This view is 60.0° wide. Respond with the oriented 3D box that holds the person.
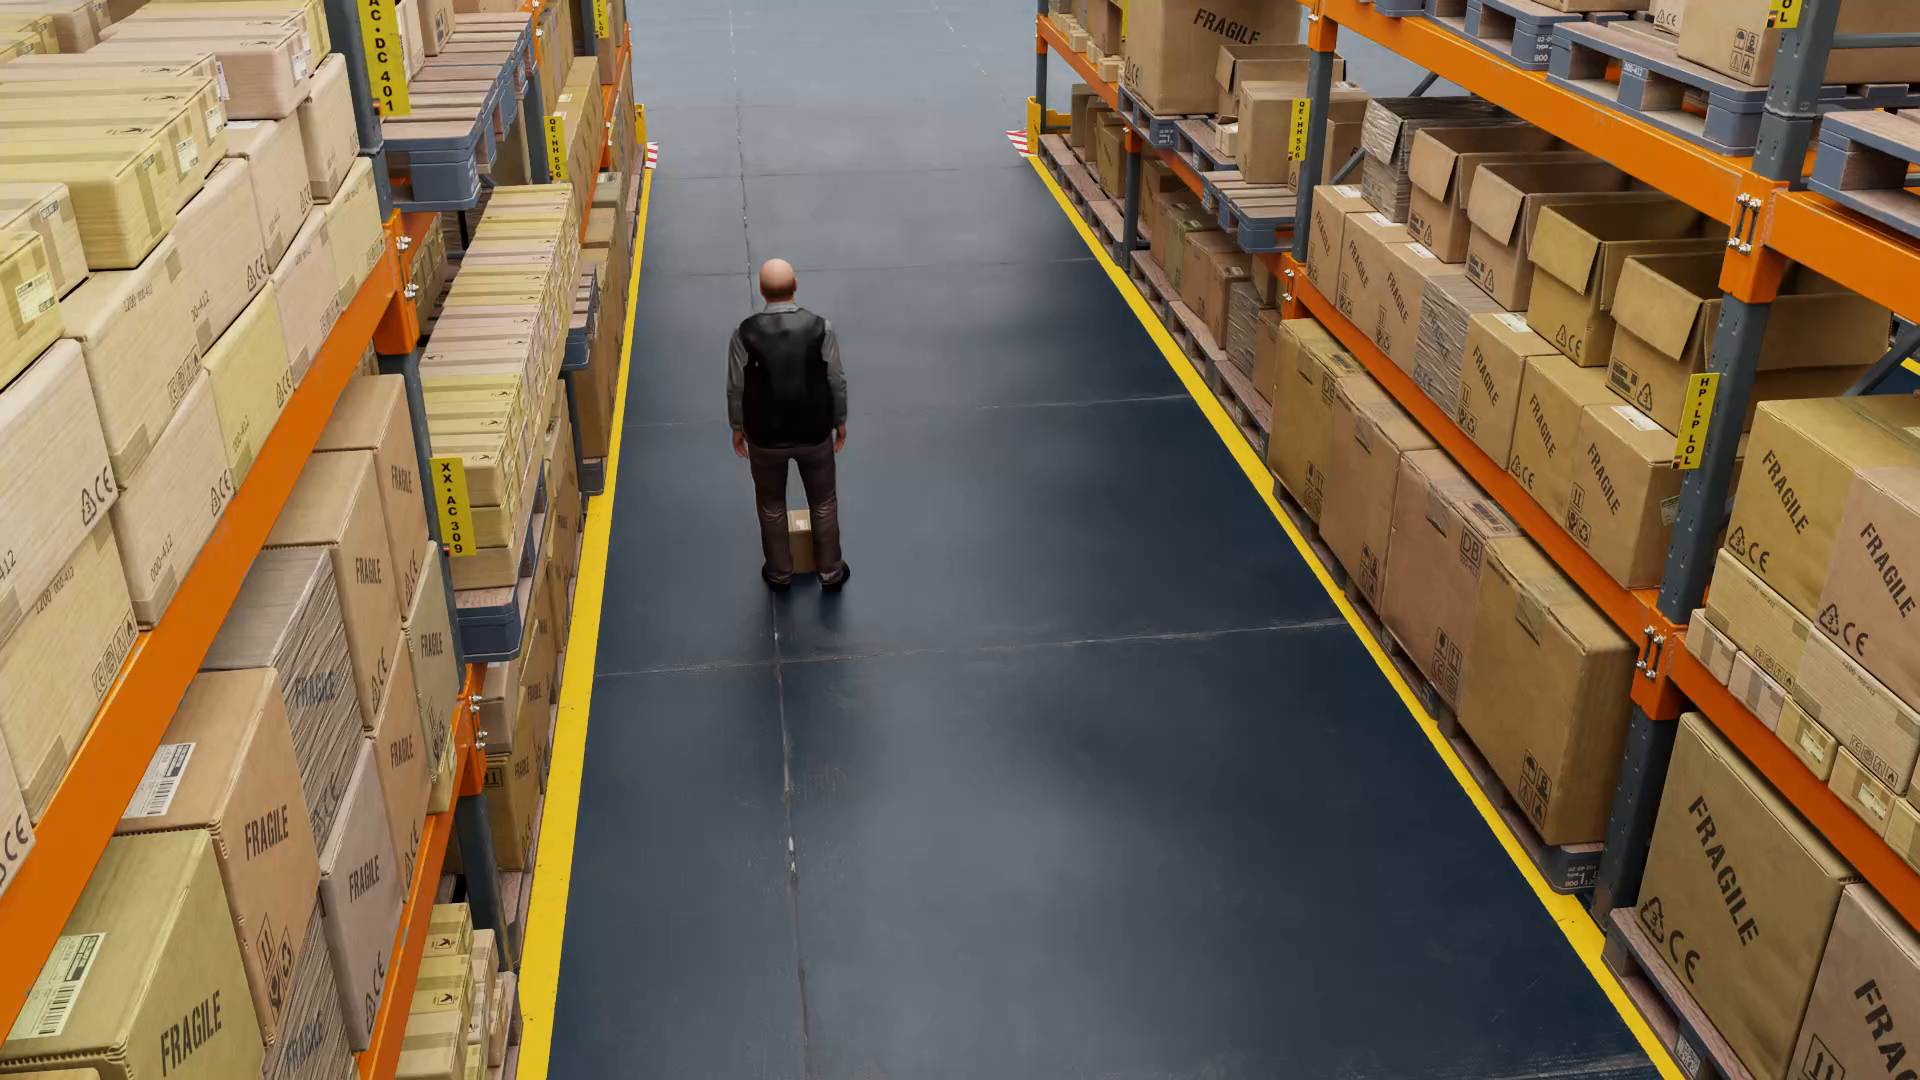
[{"bbox_3d":[-0.840,-0.530,8.185,0.582,1.721,0.461,-4,27,-8],"label":"person"}]
